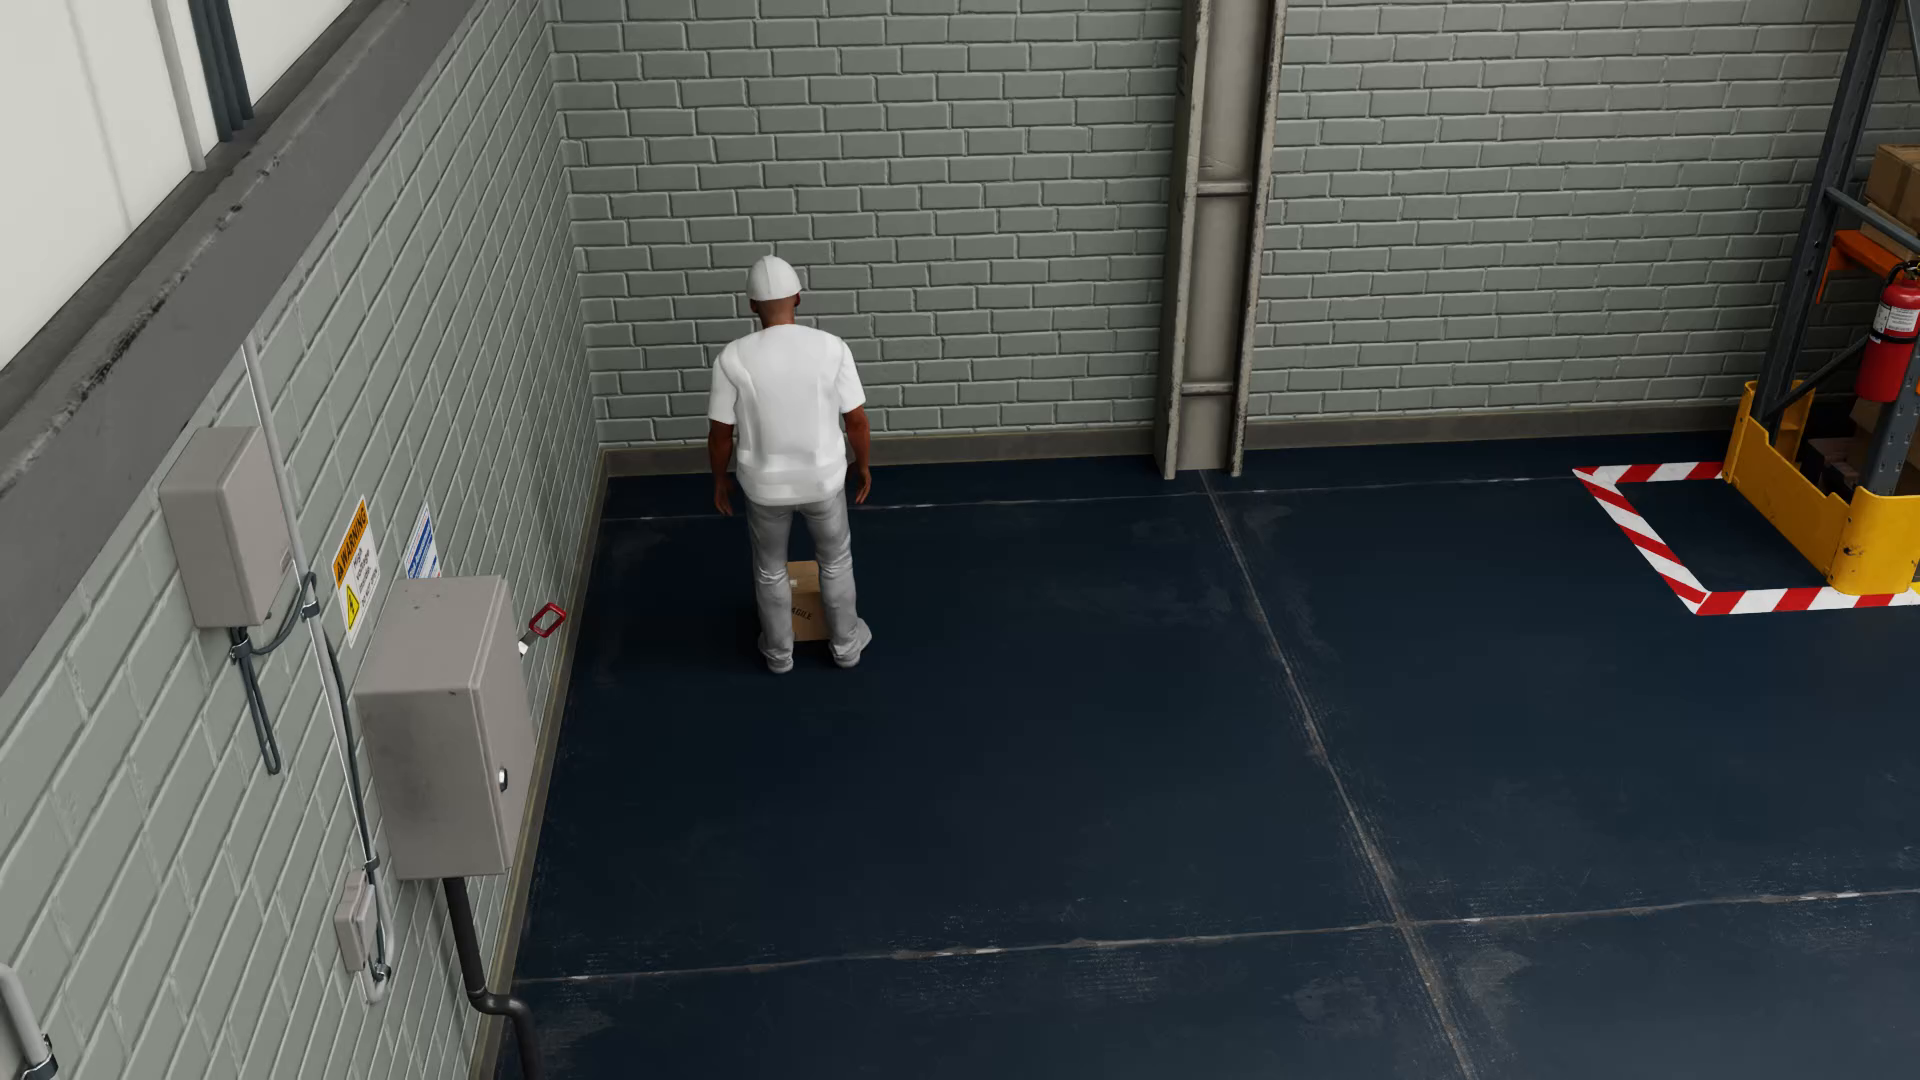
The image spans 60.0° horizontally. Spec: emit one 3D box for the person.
[{"bbox_3d":[-0.663,-0.265,6.559,0.633,1.759,0.462,-5,31,-8],"label":"person"}]
